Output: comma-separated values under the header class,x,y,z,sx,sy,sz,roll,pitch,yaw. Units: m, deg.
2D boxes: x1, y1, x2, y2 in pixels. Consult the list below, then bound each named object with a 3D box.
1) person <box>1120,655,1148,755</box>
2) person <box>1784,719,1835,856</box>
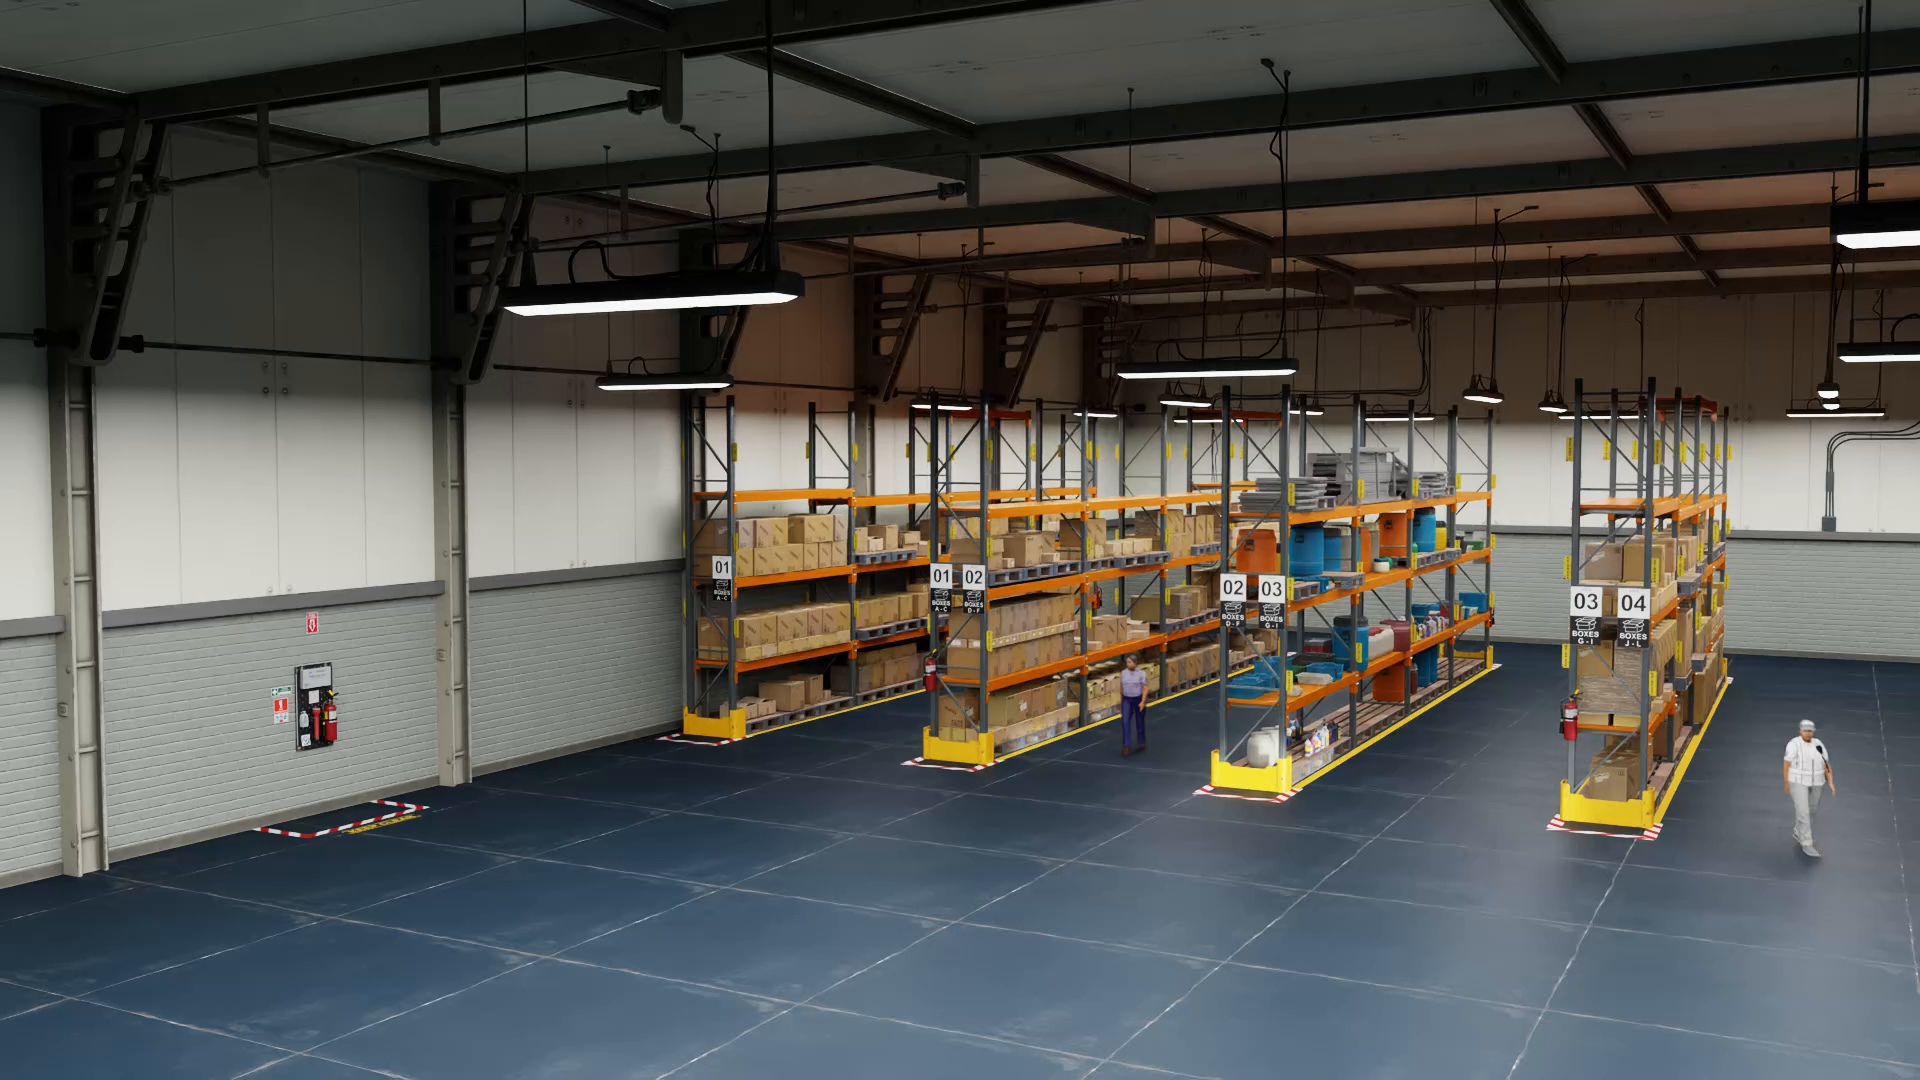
class,x,y,z,sx,sy,sz,roll,pitch,yaw
person,2.885,2.725,27.708,0.508,1.599,0.894,1,3,18
person,10.670,3.072,20.889,0.507,1.628,0.886,0,3,2
